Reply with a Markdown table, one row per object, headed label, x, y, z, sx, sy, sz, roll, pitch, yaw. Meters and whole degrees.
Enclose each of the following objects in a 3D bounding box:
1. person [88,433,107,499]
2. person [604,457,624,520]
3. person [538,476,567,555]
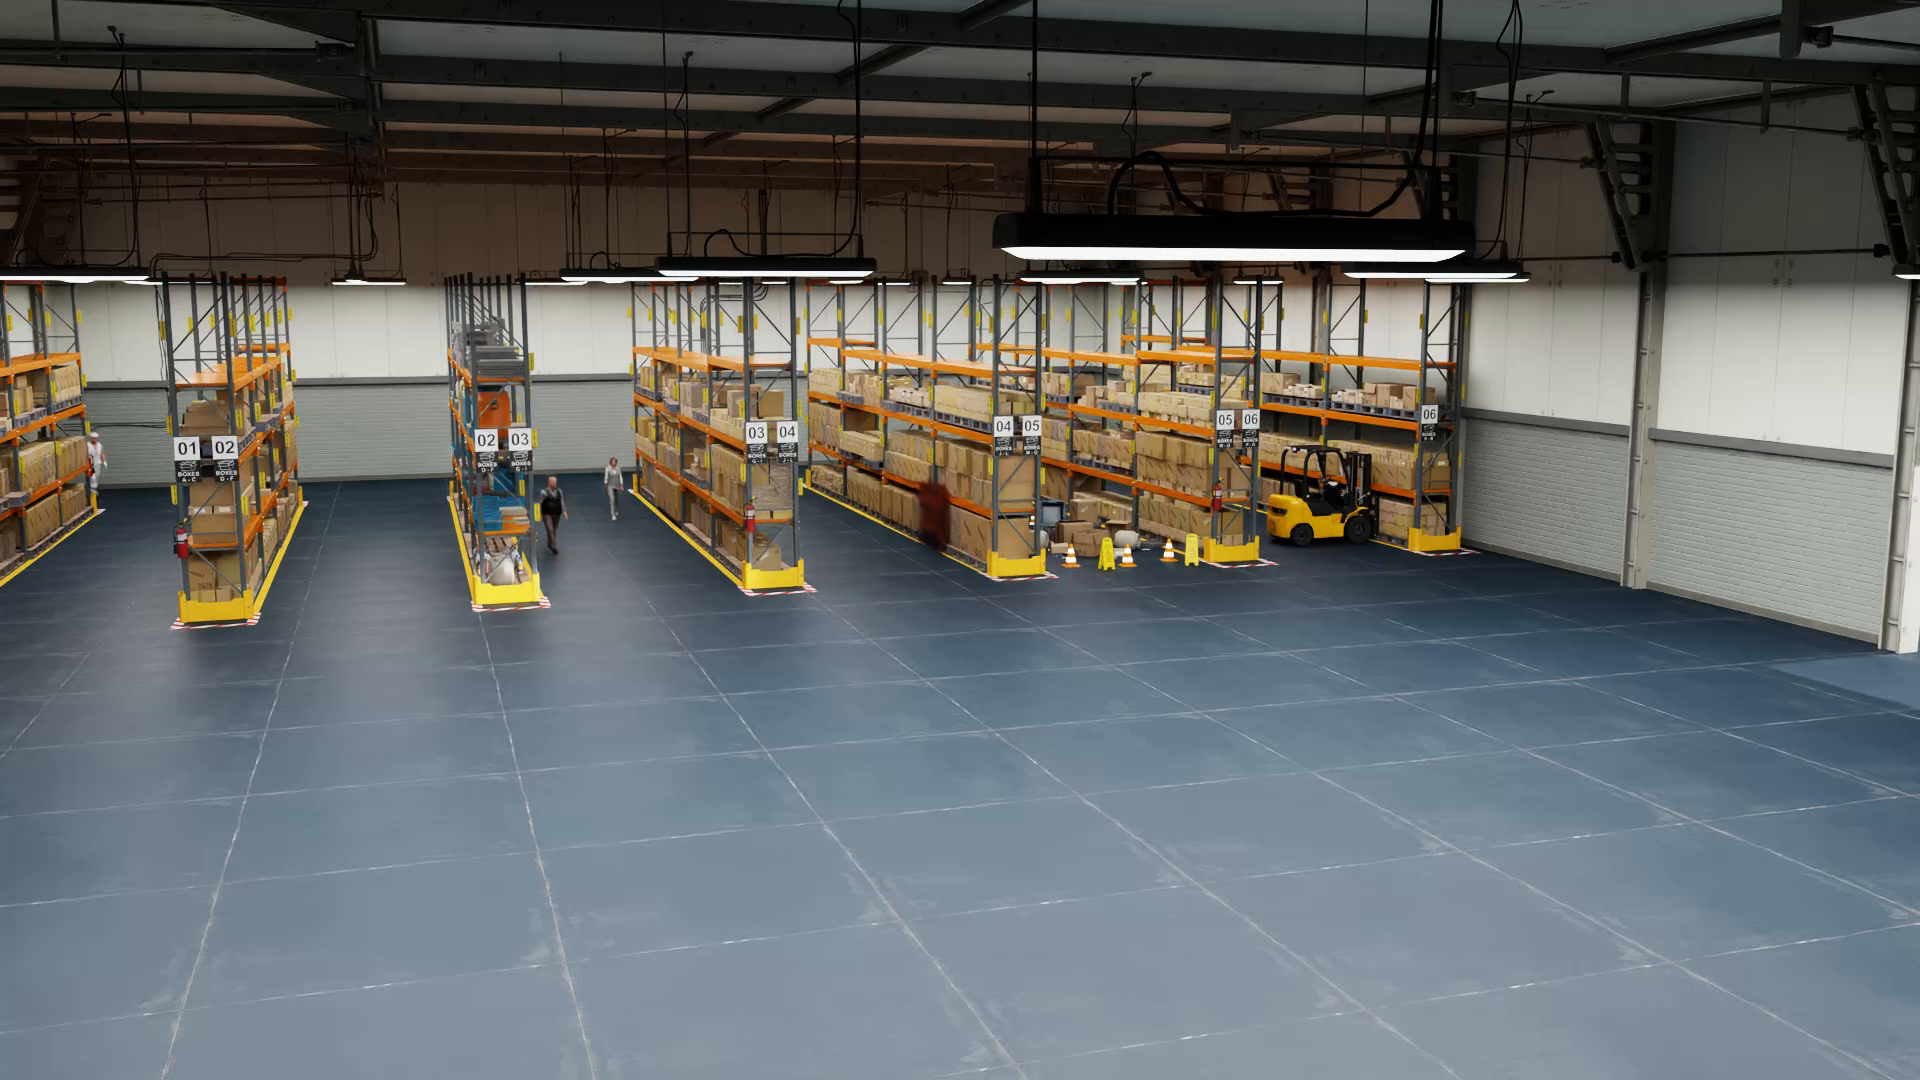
| label | x | y | z | sx | sy | sz | roll | pitch | yaw |
| --- | --- | --- | --- | --- | --- | --- | --- | --- | --- |
| person | -23.916 | -2.053 | 45.893 | 0.704 | 1.835 | 0.592 | 6 | 11 | 37 |
| person | -8.618 | -1.302 | 41.417 | 0.443 | 1.540 | 0.972 | -3 | 9 | -20 |
| person | -8.862 | -0.559 | 36.109 | 0.591 | 1.653 | 1.103 | -6 | 10 | -34 |
